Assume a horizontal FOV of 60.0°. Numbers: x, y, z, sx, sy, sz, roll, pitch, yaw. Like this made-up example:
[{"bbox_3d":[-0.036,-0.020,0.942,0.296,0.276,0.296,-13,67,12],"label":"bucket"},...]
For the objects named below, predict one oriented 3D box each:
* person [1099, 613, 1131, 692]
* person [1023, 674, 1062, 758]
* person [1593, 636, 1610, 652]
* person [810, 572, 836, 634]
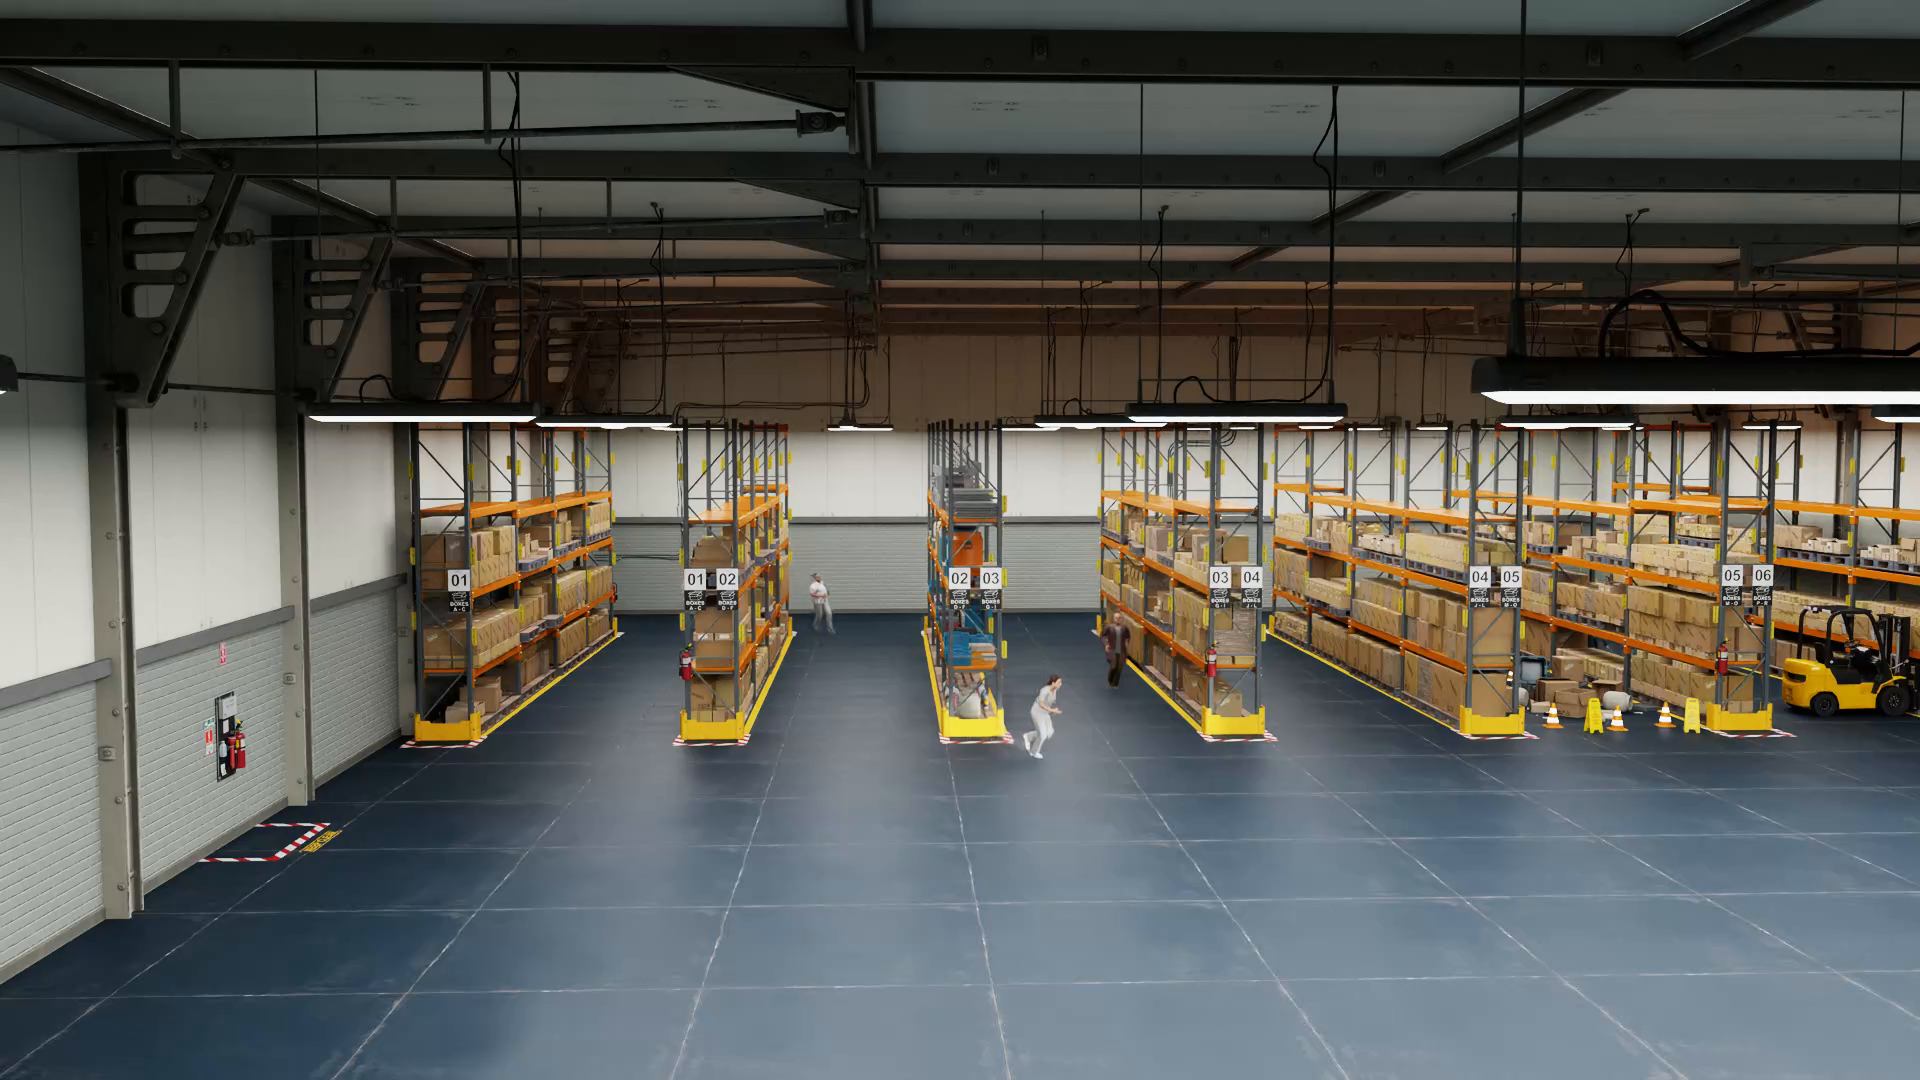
[{"bbox_3d":[3.460,2.491,36.735,0.680,1.746,0.691,-1,4,-9],"label":"person"},{"bbox_3d":[1.488,3.102,29.373,0.796,1.518,0.574,2,4,33],"label":"person"},{"bbox_3d":[16.348,2.213,42.479,0.544,1.590,0.841,0,4,-4],"label":"person"},{"bbox_3d":[-3.990,1.794,47.525,0.908,1.780,0.673,3,5,43],"label":"person"}]
